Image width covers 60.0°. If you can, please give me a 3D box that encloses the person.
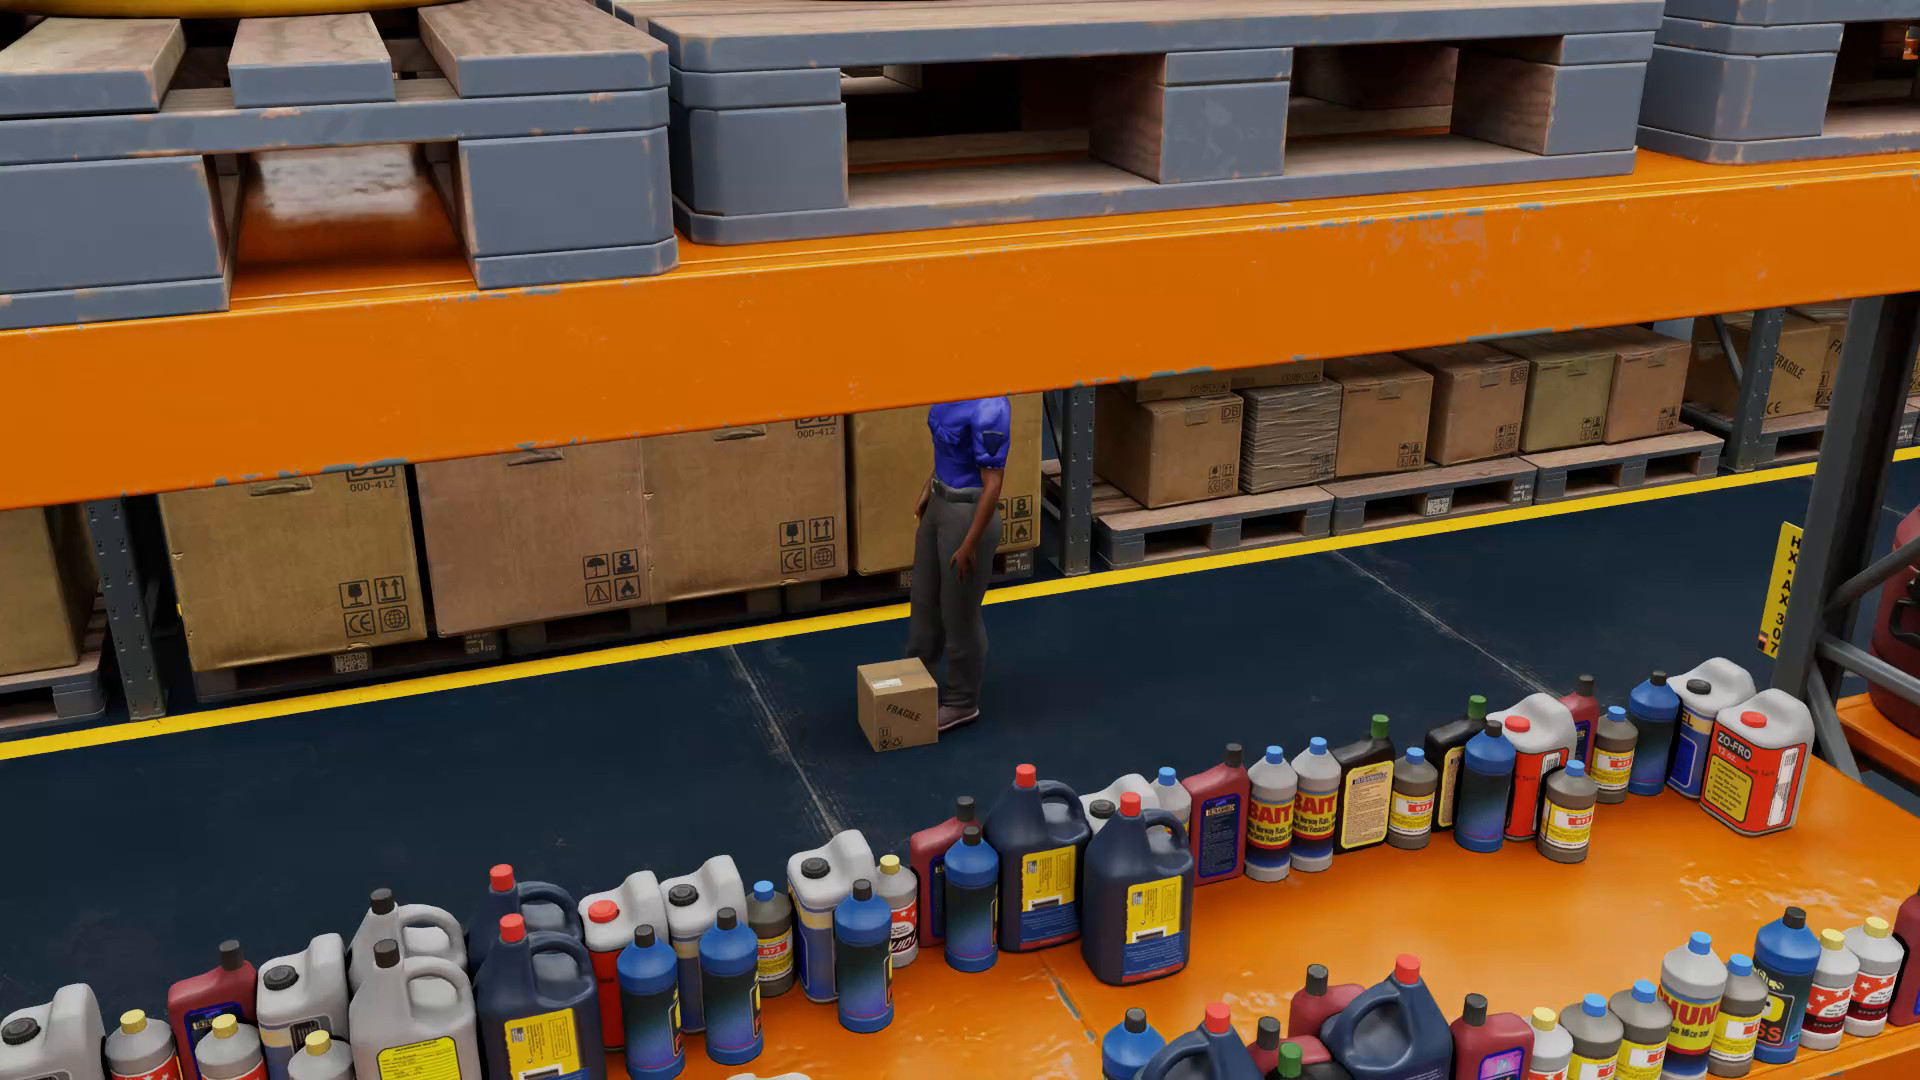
[{"bbox_3d":[-0.083,-0.060,6.221,0.503,1.655,0.568,-7,24,-16],"label":"person"}]
